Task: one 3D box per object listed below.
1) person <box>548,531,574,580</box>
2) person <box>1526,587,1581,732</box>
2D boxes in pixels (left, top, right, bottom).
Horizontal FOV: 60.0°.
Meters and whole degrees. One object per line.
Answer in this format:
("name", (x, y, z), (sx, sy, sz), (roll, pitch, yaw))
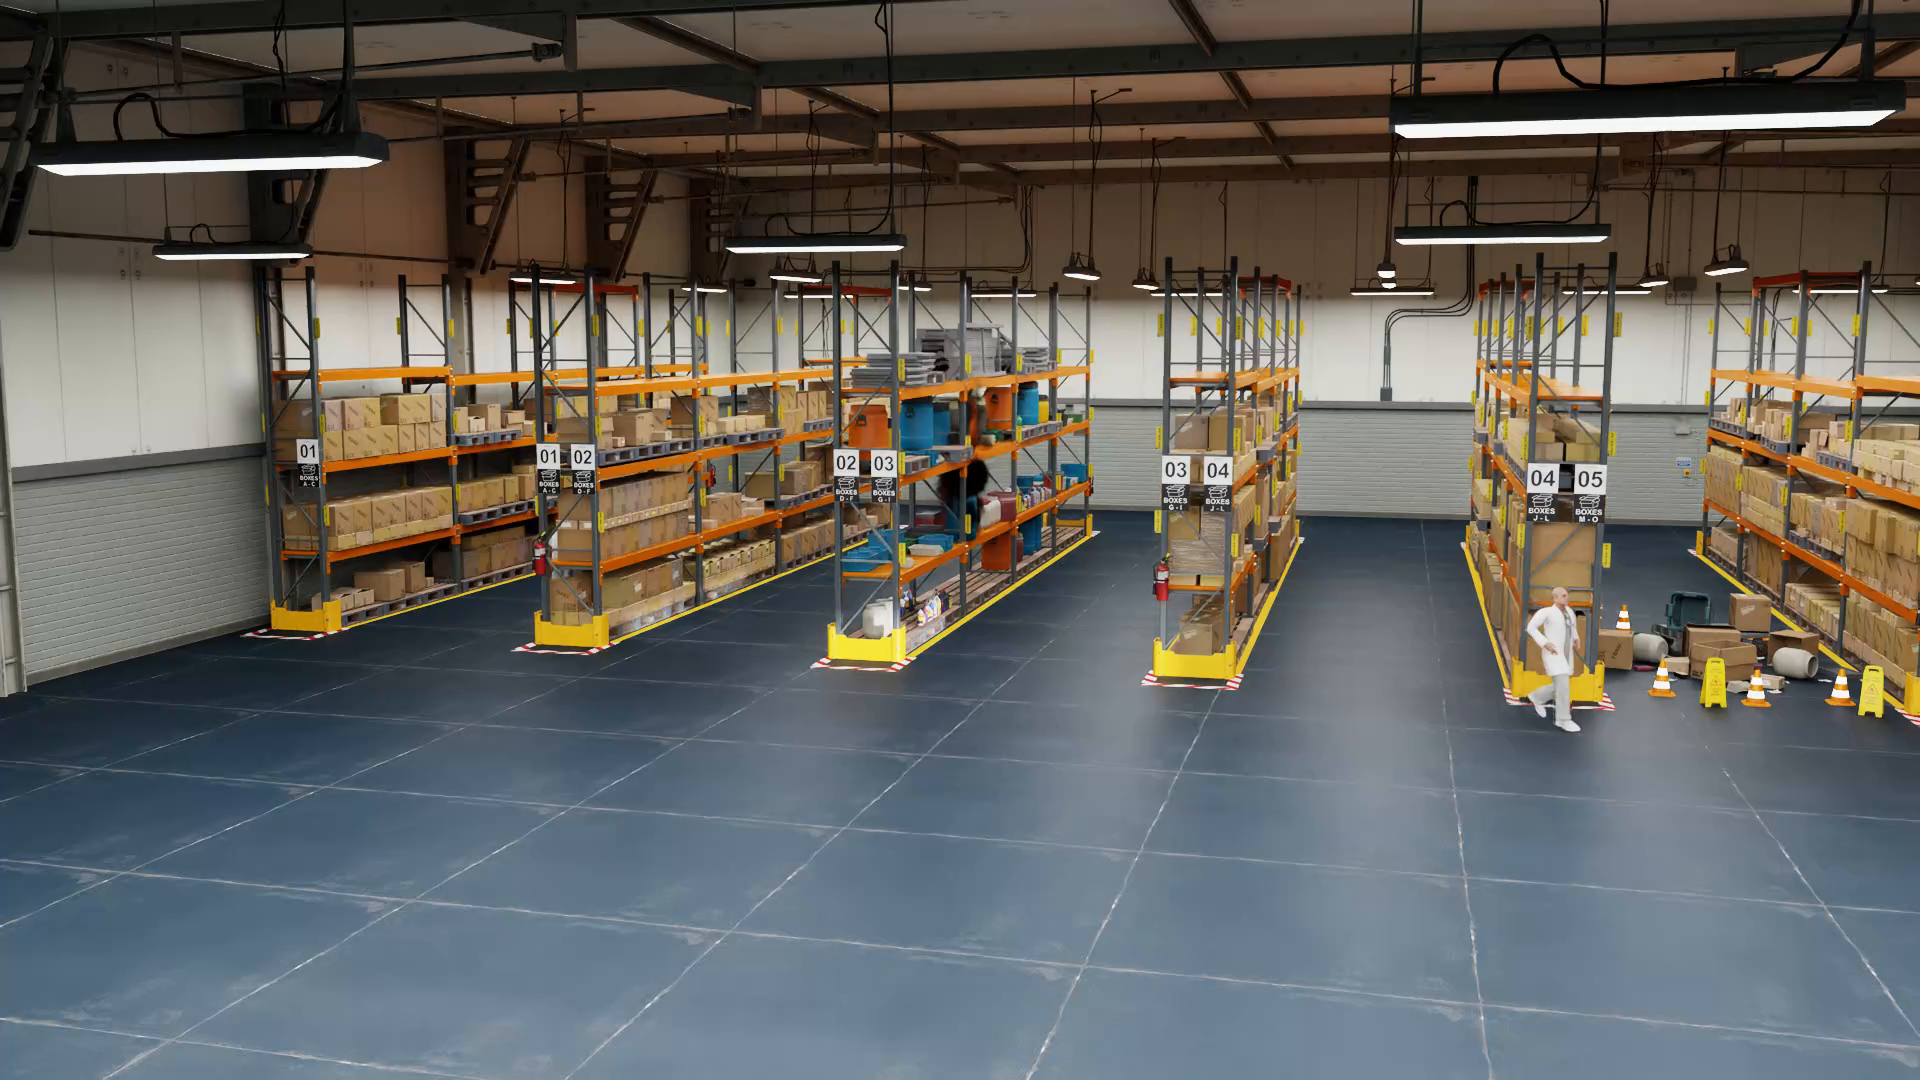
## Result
("person", (-7.004, 0.434, 29.288), (0.691, 1.723, 0.586), (1, 7, 6))
("person", (7.517, 1.472, 21.006), (0.727, 1.773, 0.883), (-4, 8, -31))
